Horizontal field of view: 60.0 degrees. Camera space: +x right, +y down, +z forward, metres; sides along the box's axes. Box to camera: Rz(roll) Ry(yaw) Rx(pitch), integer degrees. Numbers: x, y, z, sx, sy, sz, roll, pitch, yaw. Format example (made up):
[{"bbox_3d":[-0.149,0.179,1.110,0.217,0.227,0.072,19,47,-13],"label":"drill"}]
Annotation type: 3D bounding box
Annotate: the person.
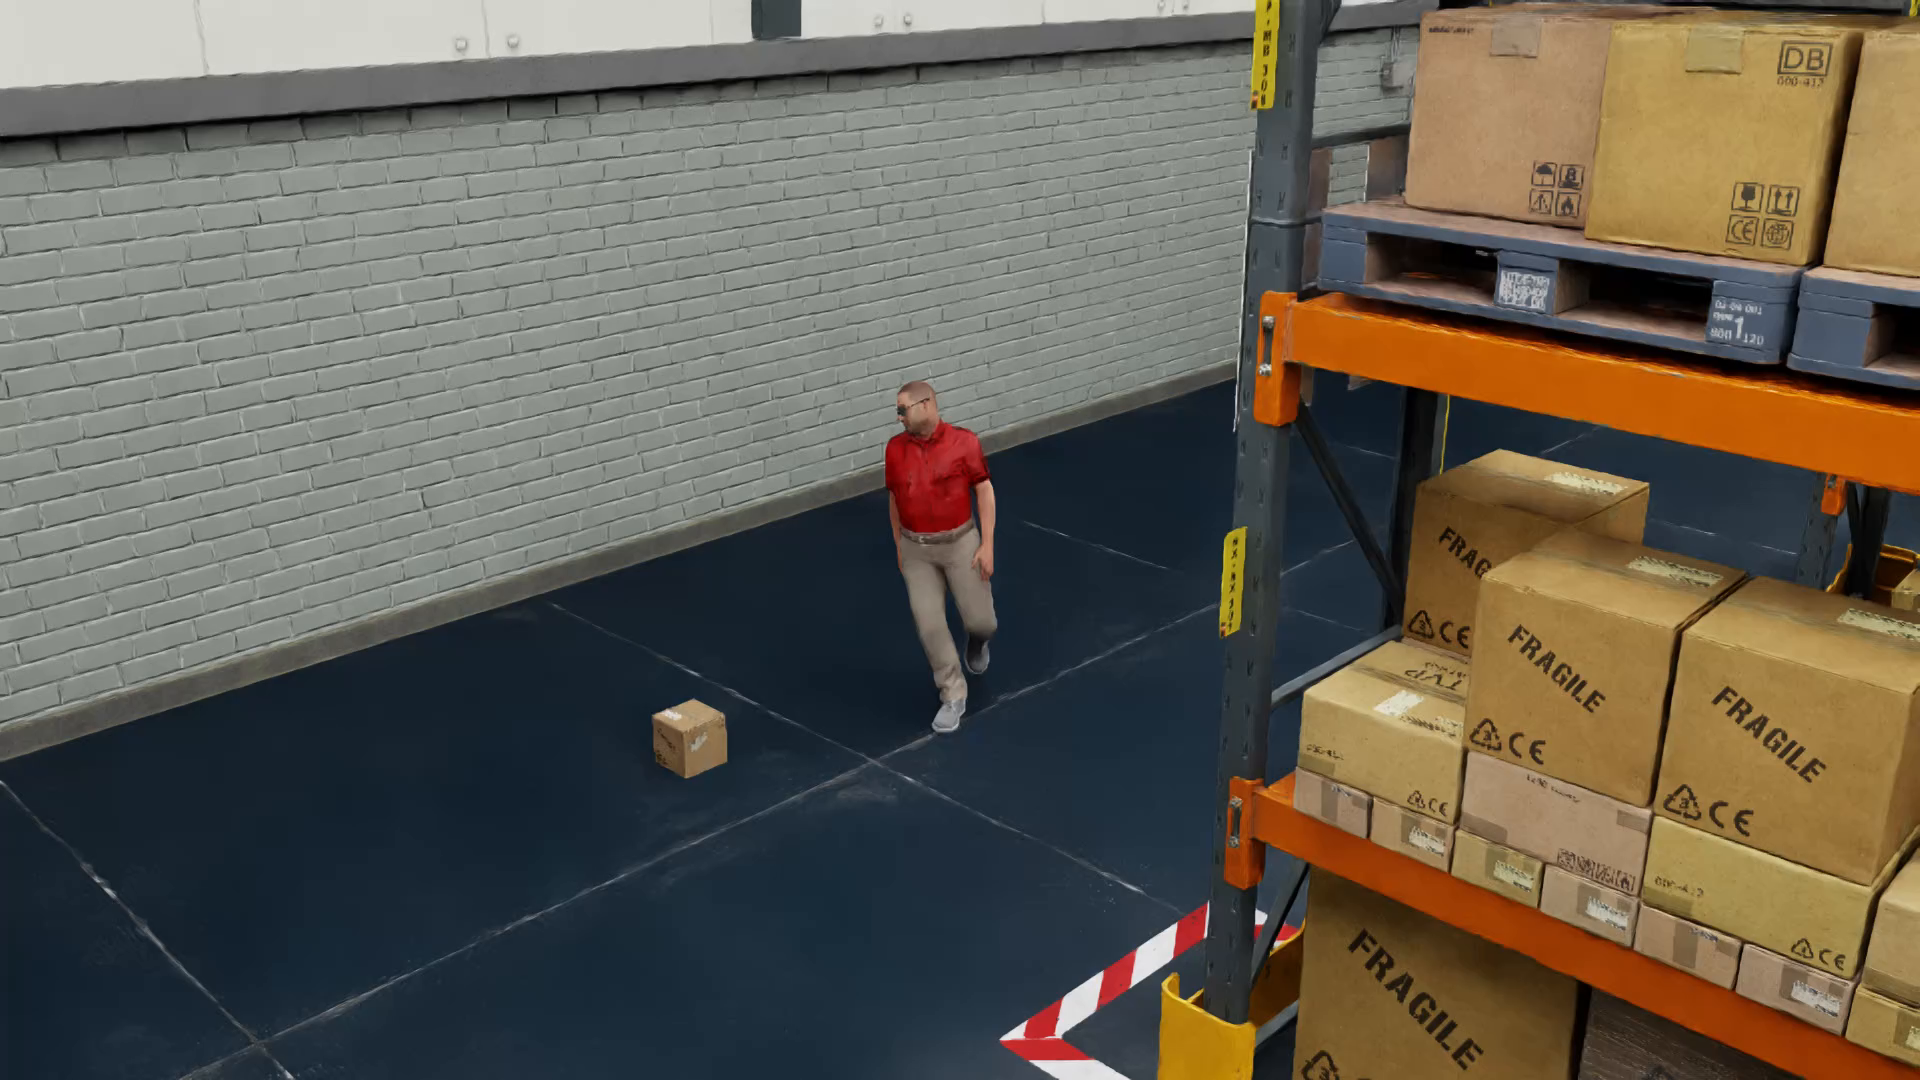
[{"bbox_3d":[-0.097,0.043,8.291,0.609,1.672,0.771,5,21,13],"label":"person"}]
